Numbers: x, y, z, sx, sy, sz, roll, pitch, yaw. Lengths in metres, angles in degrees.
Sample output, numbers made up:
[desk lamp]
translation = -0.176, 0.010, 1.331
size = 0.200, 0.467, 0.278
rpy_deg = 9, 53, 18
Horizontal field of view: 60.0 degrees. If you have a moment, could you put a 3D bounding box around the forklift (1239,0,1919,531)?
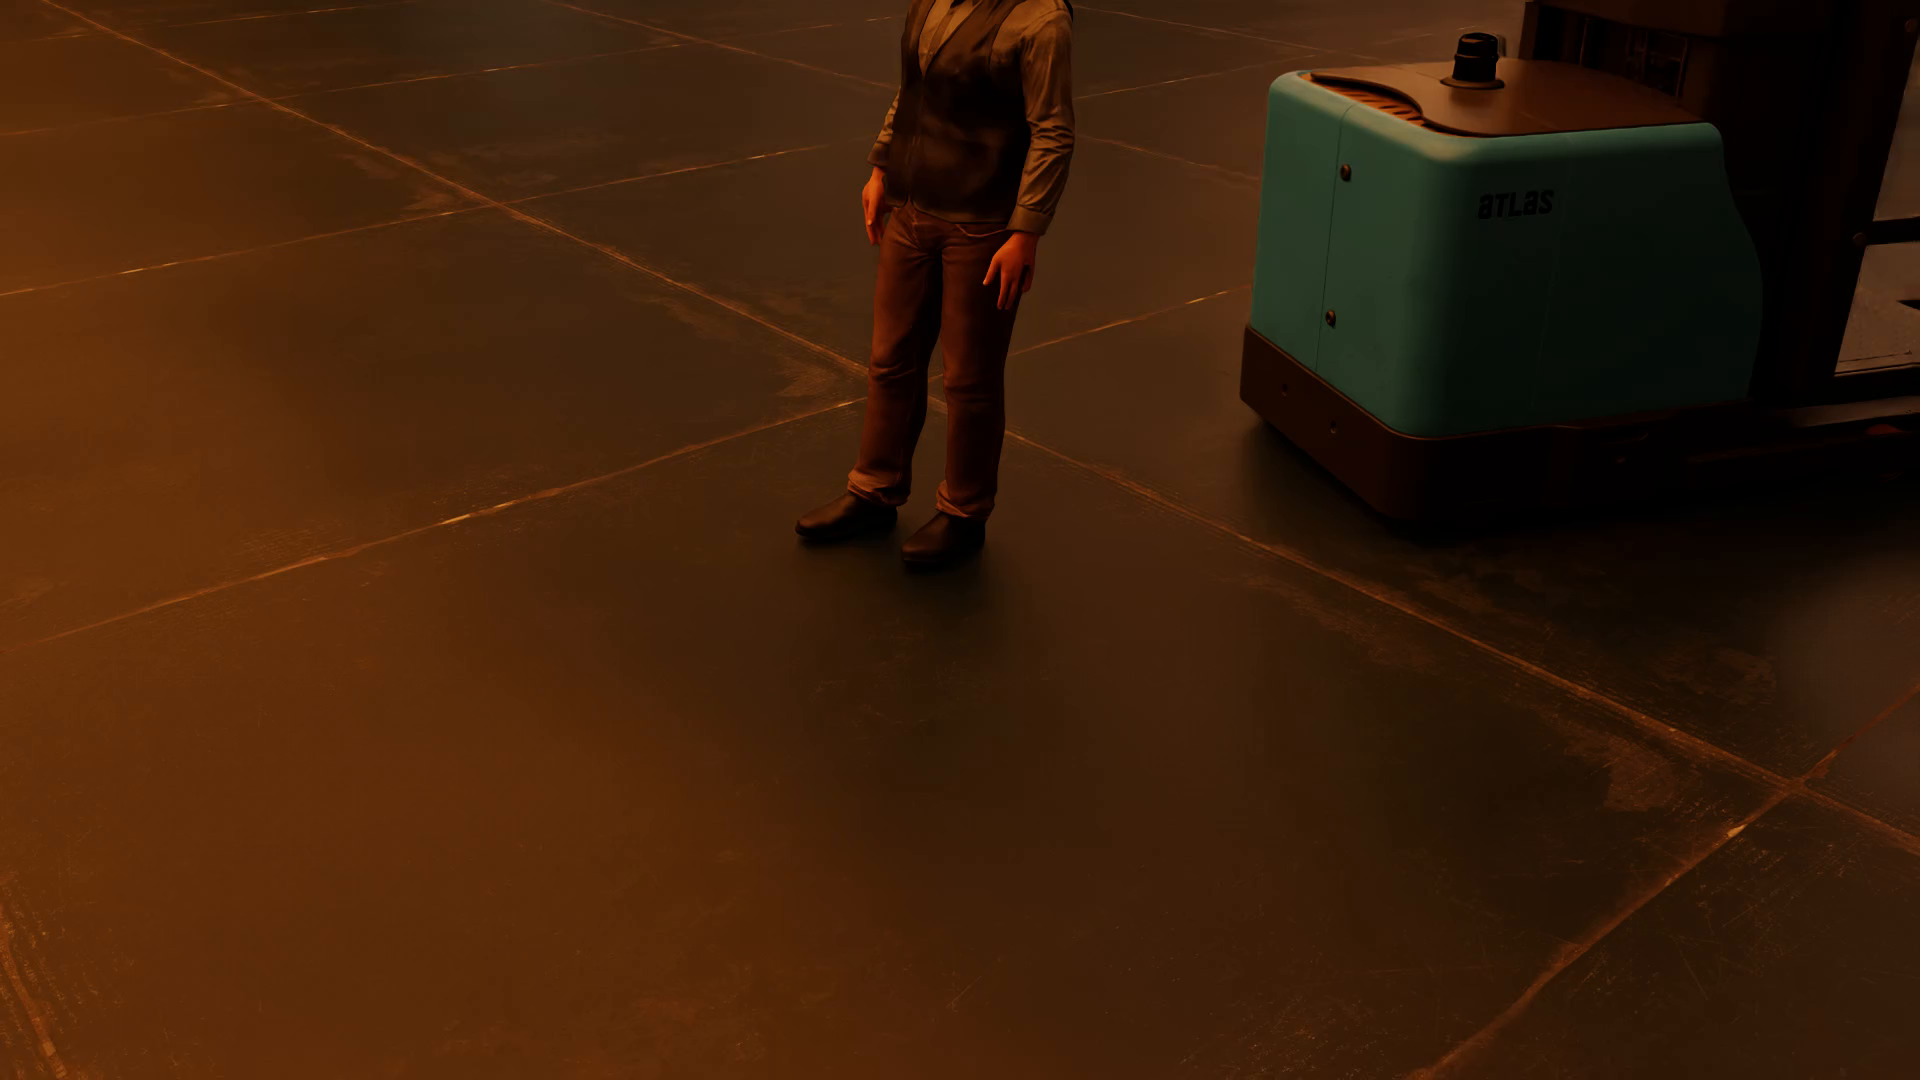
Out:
[forklift]
translation = 2.458, -1.699, 4.628
size = 3.031, 2.935, 1.130
rpy_deg = -8, 27, -15

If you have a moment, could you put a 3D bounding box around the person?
[person]
translation = -0.053, -0.763, 4.085
size = 0.568, 1.720, 0.632
rpy_deg = -20, 33, -35
